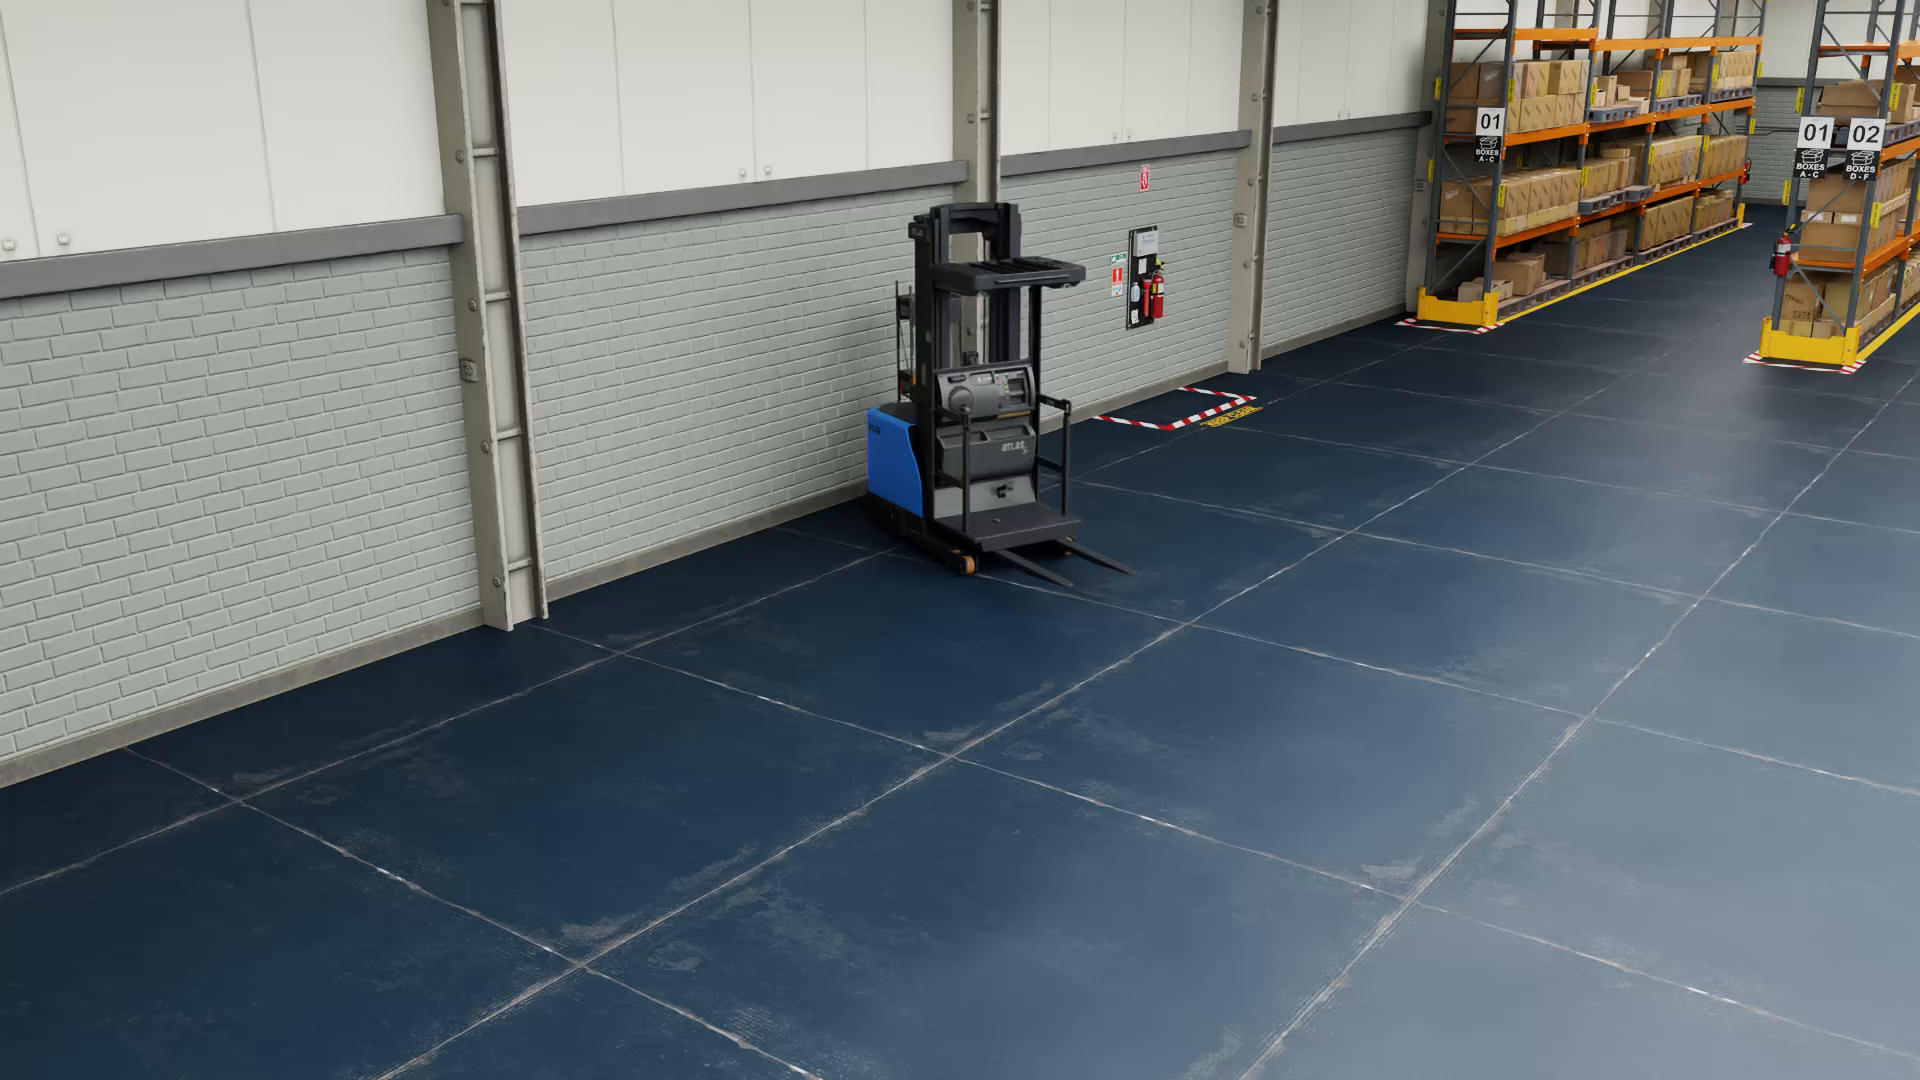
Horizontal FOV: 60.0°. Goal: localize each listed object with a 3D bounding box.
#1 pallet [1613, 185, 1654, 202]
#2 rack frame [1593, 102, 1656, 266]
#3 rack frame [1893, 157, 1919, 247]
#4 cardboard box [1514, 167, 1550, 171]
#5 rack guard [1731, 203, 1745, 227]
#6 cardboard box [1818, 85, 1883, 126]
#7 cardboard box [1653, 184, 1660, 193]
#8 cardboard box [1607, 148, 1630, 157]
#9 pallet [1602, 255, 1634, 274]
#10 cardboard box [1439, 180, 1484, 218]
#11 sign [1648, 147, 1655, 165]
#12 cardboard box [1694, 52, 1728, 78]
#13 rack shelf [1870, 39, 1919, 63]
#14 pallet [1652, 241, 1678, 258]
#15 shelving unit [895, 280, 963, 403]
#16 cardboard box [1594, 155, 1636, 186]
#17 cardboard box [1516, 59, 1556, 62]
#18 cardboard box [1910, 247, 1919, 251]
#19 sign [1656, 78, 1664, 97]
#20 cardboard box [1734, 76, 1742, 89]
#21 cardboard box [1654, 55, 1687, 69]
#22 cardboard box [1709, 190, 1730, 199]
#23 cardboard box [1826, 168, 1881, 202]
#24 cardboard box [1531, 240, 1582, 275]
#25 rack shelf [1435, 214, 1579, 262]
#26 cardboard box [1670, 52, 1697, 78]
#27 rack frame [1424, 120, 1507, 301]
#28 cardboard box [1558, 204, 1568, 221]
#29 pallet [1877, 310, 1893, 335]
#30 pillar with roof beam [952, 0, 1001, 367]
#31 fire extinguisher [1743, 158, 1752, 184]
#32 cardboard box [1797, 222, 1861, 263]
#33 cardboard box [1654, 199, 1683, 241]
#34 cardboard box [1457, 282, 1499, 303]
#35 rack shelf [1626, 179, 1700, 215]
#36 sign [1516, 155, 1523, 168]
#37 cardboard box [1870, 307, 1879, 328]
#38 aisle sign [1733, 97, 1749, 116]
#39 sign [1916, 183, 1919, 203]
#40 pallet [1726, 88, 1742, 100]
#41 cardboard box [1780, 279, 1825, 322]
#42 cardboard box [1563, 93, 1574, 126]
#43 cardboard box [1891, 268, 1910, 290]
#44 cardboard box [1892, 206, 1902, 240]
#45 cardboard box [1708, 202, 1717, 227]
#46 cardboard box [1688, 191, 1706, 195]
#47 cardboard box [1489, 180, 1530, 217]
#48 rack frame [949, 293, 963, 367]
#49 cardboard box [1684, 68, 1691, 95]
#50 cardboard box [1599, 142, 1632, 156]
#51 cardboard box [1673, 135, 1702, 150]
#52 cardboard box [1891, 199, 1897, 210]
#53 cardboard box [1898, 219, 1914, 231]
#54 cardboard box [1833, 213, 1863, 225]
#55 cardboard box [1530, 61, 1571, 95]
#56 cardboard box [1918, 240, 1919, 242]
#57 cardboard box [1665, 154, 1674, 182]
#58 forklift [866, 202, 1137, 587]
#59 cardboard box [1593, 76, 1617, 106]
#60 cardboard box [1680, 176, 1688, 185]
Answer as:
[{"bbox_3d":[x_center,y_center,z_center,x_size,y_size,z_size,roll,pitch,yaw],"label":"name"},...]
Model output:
[{"bbox_3d":[12.018,-6.411,30.654,1.213,0.211,1.003,12,21,35],"label":"pallet"},{"bbox_3d":[12.358,-6.691,31.233,1.000,3.000,0.127,12,21,35],"label":"rack frame"},{"bbox_3d":[16.338,-5.817,28.417,1.000,3.000,0.127,12,21,35],"label":"rack frame"},{"bbox_3d":[9.526,-5.960,27.832,0.500,0.500,0.500,12,21,33],"label":"cardboard box"},{"bbox_3d":[17.139,-7.409,37.758,1.175,0.500,0.348,12,21,35],"label":"rack guard"},{"bbox_3d":[11.917,-5.797,22.176,0.797,0.503,0.637,14,22,38],"label":"cardboard box"},{"bbox_3d":[13.123,-6.725,31.732,0.380,0.149,0.250,13,22,36],"label":"cardboard box"},{"bbox_3d":[12.176,-7.171,30.775,0.380,0.149,0.250,9,20,28],"label":"cardboard box"},{"bbox_3d":[11.891,-5.174,31.048,1.003,0.211,1.213,12,21,35],"label":"pallet"},{"bbox_3d":[7.701,-5.232,25.488,0.500,0.500,0.500,12,21,34],"label":"cardboard box"},{"bbox_3d":[12.799,-7.113,30.772,0.100,0.325,0.005,12,21,35],"label":"sign"},{"bbox_3d":[15.391,-9.732,34.077,0.500,0.500,0.500,12,21,34],"label":"cardboard box"},{"bbox_3d":[15.146,-7.671,26.159,1.077,0.370,4.000,12,21,35],"label":"rack shelf"},{"bbox_3d":[13.615,-5.823,33.140,1.003,0.211,1.213,12,21,35],"label":"pallet"},{"bbox_3d":[-0.281,-1.375,15.614,0.503,2.100,0.431,-7,18,-21],"label":"shelving unit"},{"bbox_3d":[12.086,-6.835,30.787,0.700,0.500,0.500,10,20,28],"label":"cardboard box"},{"bbox_3d":[9.453,-7.640,27.341,0.500,0.500,0.500,13,21,36],"label":"cardboard box"},{"bbox_3d":[16.224,-4.804,28.138,0.500,0.311,0.500,13,22,36],"label":"cardboard box"},{"bbox_3d":[12.792,-8.274,30.401,0.100,0.325,0.005,12,21,35],"label":"sign"},{"bbox_3d":[16.286,-9.736,35.355,0.500,0.250,0.500,12,21,33],"label":"cardboard box"},{"bbox_3d":[14.111,-9.506,33.065,0.500,0.250,0.500,14,22,39],"label":"cardboard box"},{"bbox_3d":[16.706,-7.605,36.589,0.380,0.149,0.250,13,22,36],"label":"cardboard box"},{"bbox_3d":[12.200,-4.826,22.872,0.700,0.500,0.500,12,21,33],"label":"cardboard box"},{"bbox_3d":[10.399,-4.933,29.045,0.700,0.500,0.500,13,22,37],"label":"cardboard box"},{"bbox_3d":[8.783,-4.919,26.738,1.077,0.370,4.000,12,21,35],"label":"rack shelf"},{"bbox_3d":[14.970,-9.819,34.359,0.500,0.500,0.500,12,21,34],"label":"cardboard box"},{"bbox_3d":[7.591,-4.786,25.097,1.000,3.000,0.127,12,21,35],"label":"rack frame"},{"bbox_3d":[9.632,-5.393,27.271,0.500,0.250,0.500,13,21,35],"label":"cardboard box"},{"bbox_3d":[13.447,-3.350,25.177,1.003,0.211,1.213,12,21,35],"label":"pallet"},{"bbox_3d":[3.621,-4.352,13.583,9.100,9.000,0.400,12,21,35],"label":"pillar with roof beam"},{"bbox_3d":[17.585,-8.336,37.289,0.296,0.674,0.183,12,21,35],"label":"fire extinguisher"},{"bbox_3d":[11.860,-4.068,22.617,0.700,0.500,0.500,12,21,35],"label":"cardboard box"},{"bbox_3d":[13.931,-6.428,33.302,0.750,0.750,0.750,13,22,36],"label":"cardboard box"},{"bbox_3d":[8.075,-3.861,25.910,0.500,0.311,0.500,10,20,29],"label":"cardboard box"},{"bbox_3d":[13.549,-6.824,32.874,1.077,0.370,4.000,12,21,35],"label":"rack shelf"},{"bbox_3d":[9.526,-6.389,28.307,0.100,0.325,0.005,12,21,35],"label":"sign"},{"bbox_3d":[12.965,-3.244,24.061,0.500,0.250,0.500,12,21,35],"label":"cardboard box"},{"bbox_3d":[17.408,-9.802,36.868,0.394,0.787,0.004,12,21,35],"label":"aisle sign"},{"bbox_3d":[14.401,-5.218,24.894,0.100,0.325,0.005,12,21,35],"label":"sign"},{"bbox_3d":[15.964,-9.517,35.423,1.003,0.211,1.213,12,21,35],"label":"pallet"},{"bbox_3d":[11.652,-3.337,23.096,0.500,0.500,0.500,12,21,35],"label":"cardboard box"},{"bbox_3d":[9.560,-6.946,26.794,0.500,0.500,0.500,10,20,30],"label":"cardboard box"},{"bbox_3d":[14.401,-4.074,25.787,0.500,0.311,0.500,13,21,35],"label":"cardboard box"},{"bbox_3d":[13.695,-4.805,24.990,0.700,0.500,0.500,12,21,33],"label":"cardboard box"},{"bbox_3d":[15.878,-7.052,35.900,0.700,0.500,0.500,13,21,36],"label":"cardboard box"},{"bbox_3d":[16.100,-7.553,36.421,0.380,0.149,0.250,13,21,35],"label":"cardboard box"},{"bbox_3d":[8.419,-5.258,25.574,0.500,0.500,0.500,12,21,35],"label":"cardboard box"},{"bbox_3d":[-0.055,-1.403,15.701,0.015,2.100,0.400,-7,18,-21],"label":"rack frame"},{"bbox_3d":[14.128,-9.144,33.164,0.700,0.500,0.500,11,20,32],"label":"cardboard box"},{"bbox_3d":[12.419,-7.403,31.555,0.500,0.250,0.500,13,22,36],"label":"cardboard box"},{"bbox_3d":[14.668,-8.045,33.624,0.500,0.250,0.500,13,22,36],"label":"cardboard box"},{"bbox_3d":[13.357,-4.877,24.128,0.380,0.149,0.250,12,21,34],"label":"cardboard box"},{"bbox_3d":[14.647,-4.919,25.950,0.380,0.149,0.250,12,21,35],"label":"cardboard box"},{"bbox_3d":[11.978,-4.324,22.349,0.380,0.149,0.250,12,21,34],"label":"cardboard box"},{"bbox_3d":[9.273,-7.280,26.183,0.500,0.500,0.500,12,21,33],"label":"cardboard box"},{"bbox_3d":[17.146,-5.017,29.314,0.500,0.500,0.500,12,21,33],"label":"cardboard box"},{"bbox_3d":[13.469,-7.202,32.174,0.500,0.500,0.500,12,21,34],"label":"cardboard box"},{"bbox_3d":[0.336,-1.264,13.873,1.130,2.935,3.031,-10,20,-29],"label":"forklift"},{"bbox_3d":[11.099,-7.829,28.963,0.500,0.500,0.500,12,21,33],"label":"cardboard box"},{"bbox_3d":[14.335,-7.212,33.299,0.380,0.149,0.250,12,21,35],"label":"cardboard box"}]
